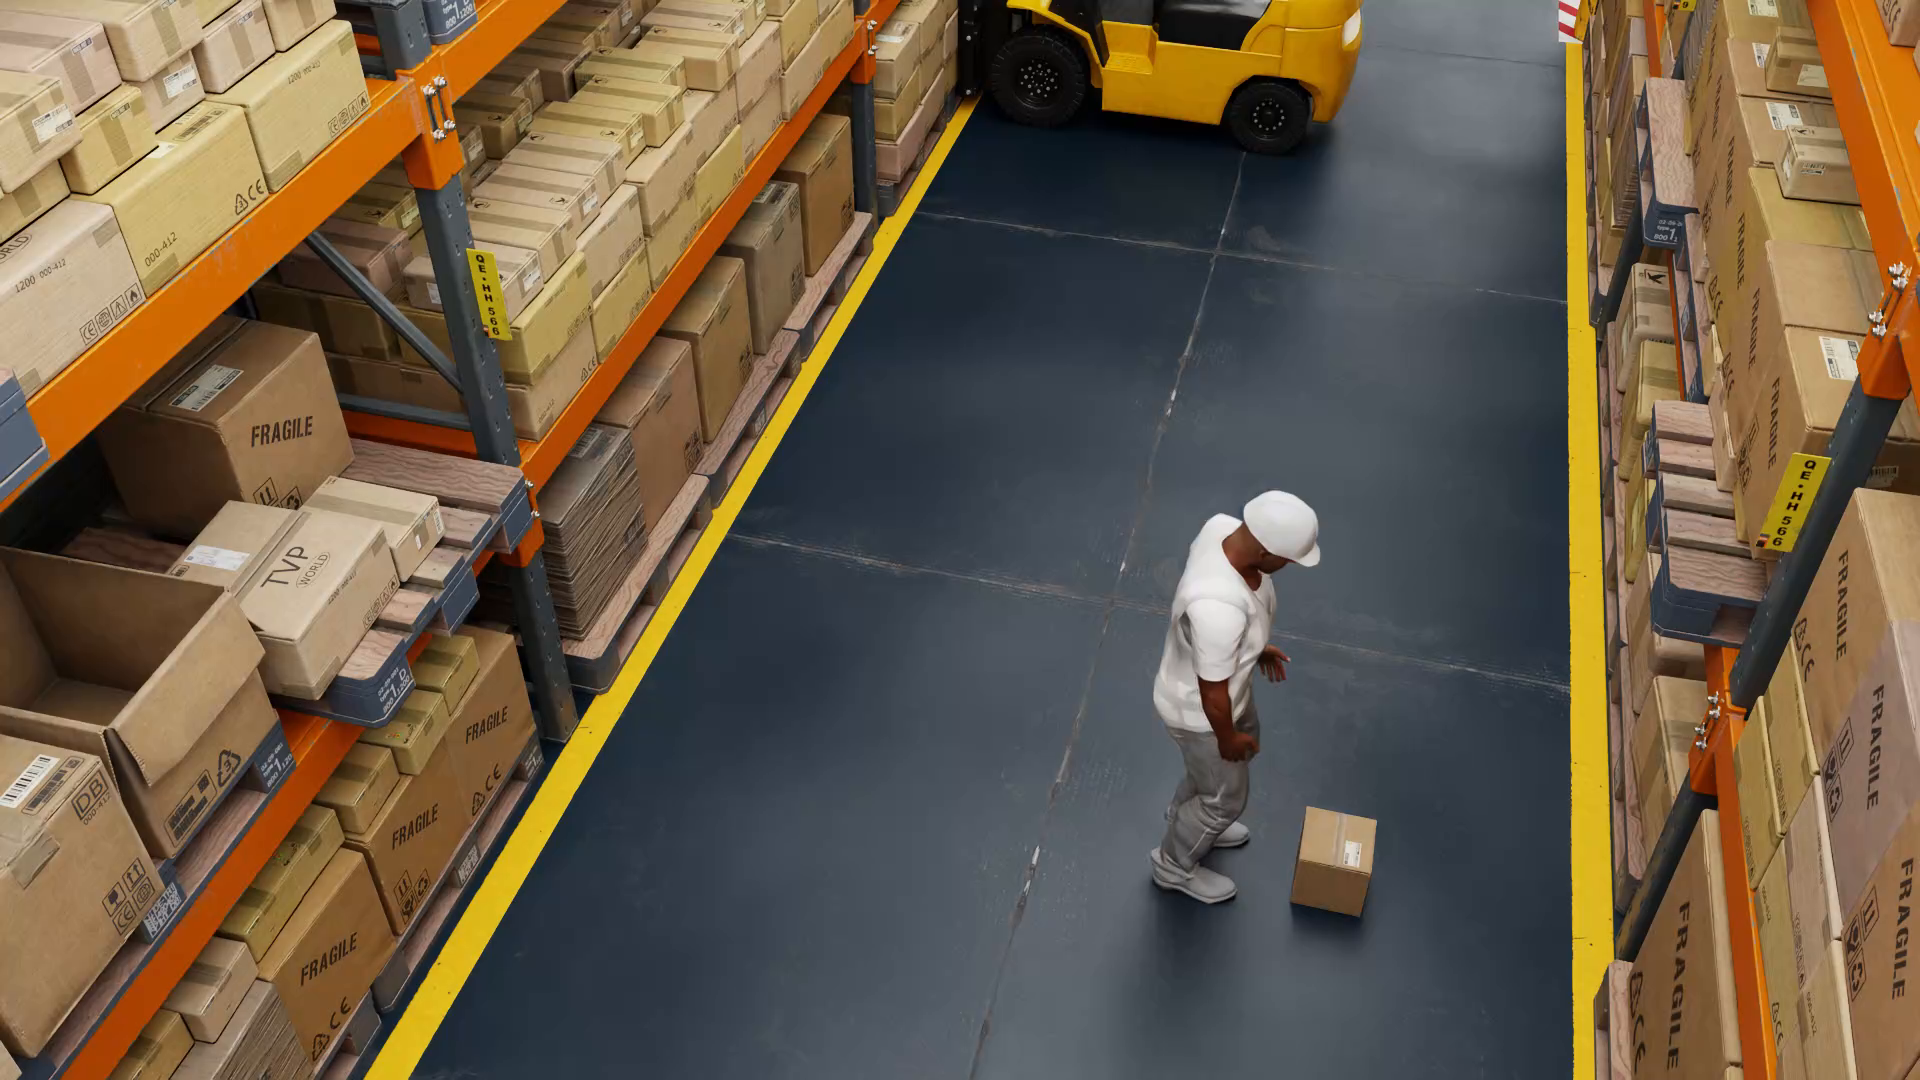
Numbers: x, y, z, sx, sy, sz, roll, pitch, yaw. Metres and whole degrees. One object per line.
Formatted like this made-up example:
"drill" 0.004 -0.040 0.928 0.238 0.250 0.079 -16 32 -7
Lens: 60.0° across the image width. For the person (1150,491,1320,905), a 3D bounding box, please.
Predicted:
"person" 0.891 0.506 5.593 0.453 1.718 0.591 11 42 12
